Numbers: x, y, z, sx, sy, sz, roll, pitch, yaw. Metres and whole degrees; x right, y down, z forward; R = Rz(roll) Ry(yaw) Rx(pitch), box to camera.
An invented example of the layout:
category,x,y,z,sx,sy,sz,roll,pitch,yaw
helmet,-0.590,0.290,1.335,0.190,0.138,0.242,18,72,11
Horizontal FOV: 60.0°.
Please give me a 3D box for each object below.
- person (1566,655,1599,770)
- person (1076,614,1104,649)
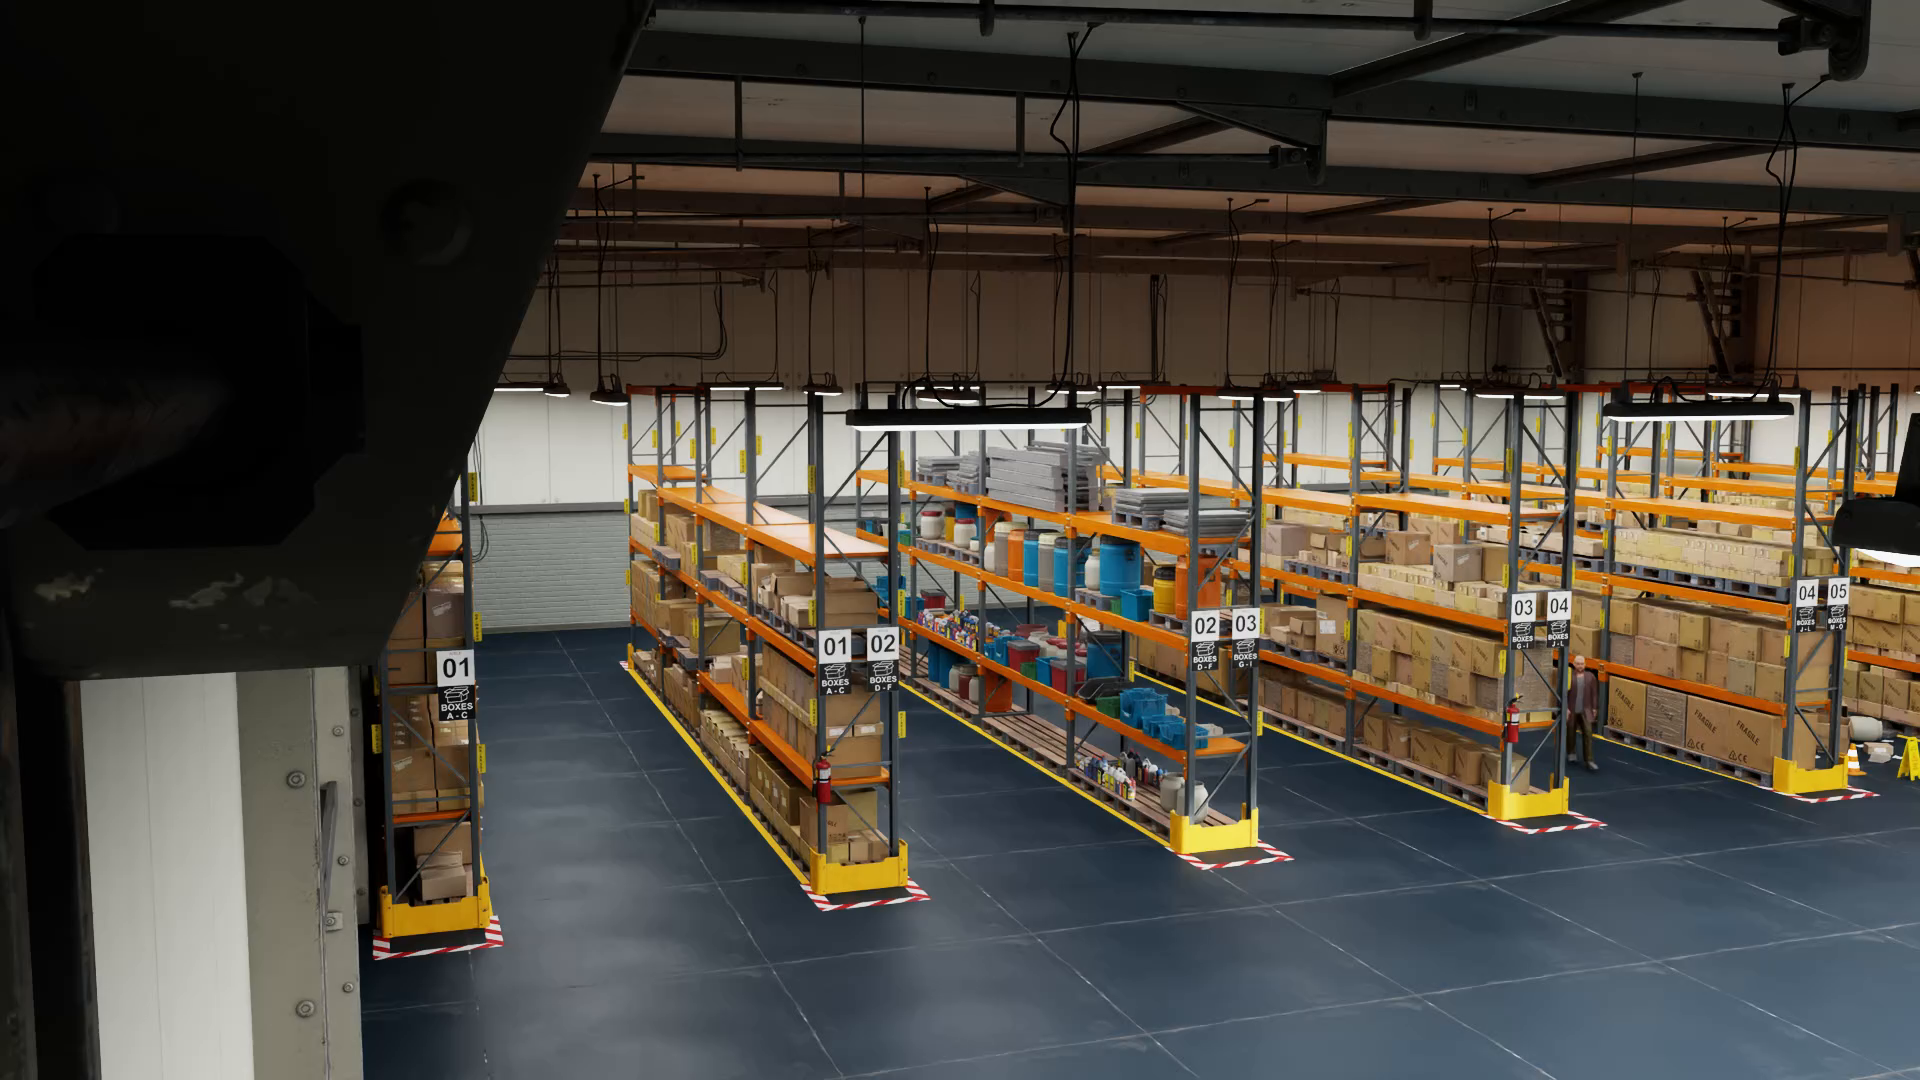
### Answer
category,x,y,z,sx,sy,sz,roll,pitch,yaw
person,9.841,2.712,26.425,0.621,1.744,0.985,2,6,15
person,2.651,1.779,34.103,0.594,1.591,0.660,-2,6,-20
